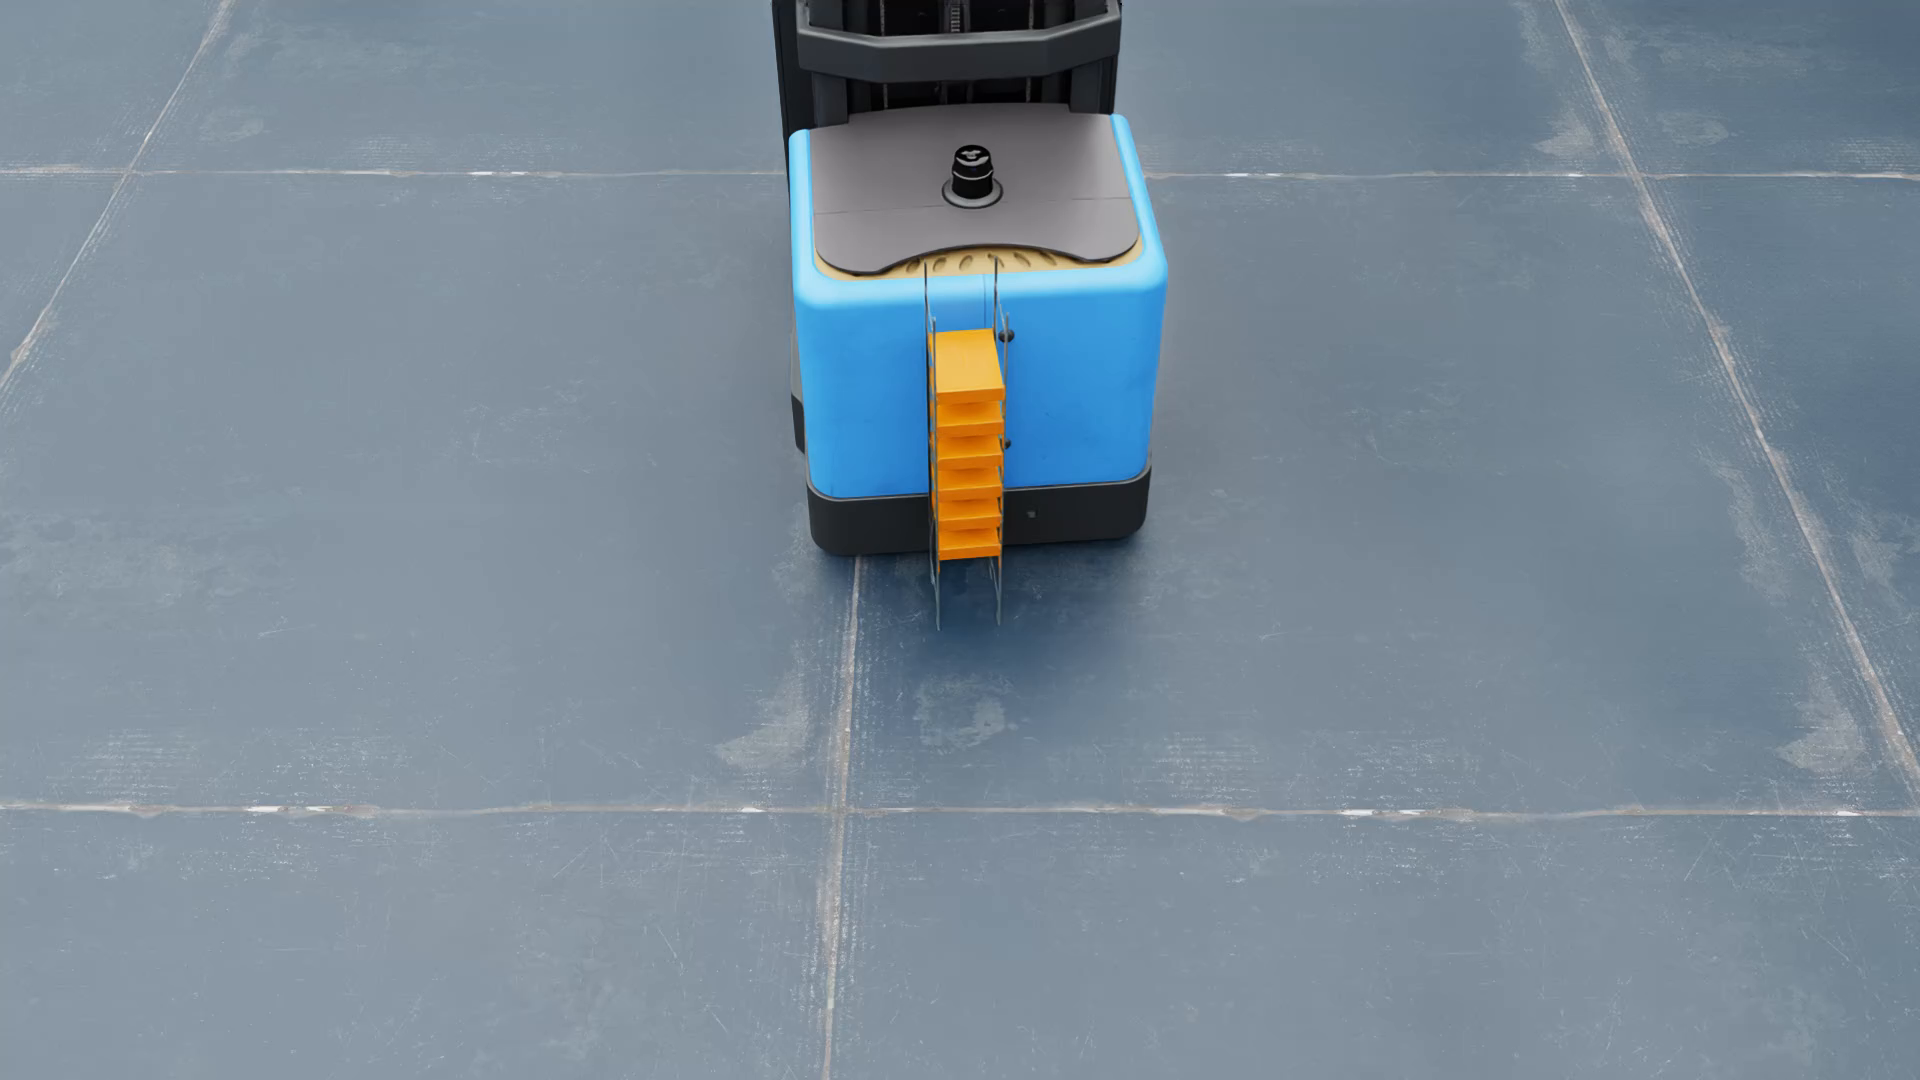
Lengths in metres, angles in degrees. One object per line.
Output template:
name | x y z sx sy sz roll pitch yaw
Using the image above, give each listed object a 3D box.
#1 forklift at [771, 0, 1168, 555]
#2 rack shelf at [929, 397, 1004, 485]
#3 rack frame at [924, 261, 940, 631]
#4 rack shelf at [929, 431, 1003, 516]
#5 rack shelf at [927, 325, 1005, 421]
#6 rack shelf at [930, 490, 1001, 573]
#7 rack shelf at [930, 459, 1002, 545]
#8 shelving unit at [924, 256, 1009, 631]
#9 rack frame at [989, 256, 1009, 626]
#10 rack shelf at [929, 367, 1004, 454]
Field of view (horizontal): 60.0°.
forklift | -0.062 -2.033 5.140 1.130 2.935 3.031 -4 47 -3
rack shelf | 0.014 -0.281 4.588 0.180 0.103 0.258 -5 47 -4
rack frame | -0.077 -0.222 4.637 0.006 1.200 0.240 -5 47 -4
rack shelf | 0.014 -0.199 4.676 0.180 0.103 0.258 -5 47 -4
rack shelf | 0.014 -0.444 4.413 0.180 0.103 0.258 -5 47 -4
rack shelf | 0.014 -0.035 4.852 0.180 0.103 0.258 -5 47 -4
rack shelf | 0.014 -0.117 4.764 0.180 0.103 0.258 -5 47 -4
shelving unit | 0.014 -0.229 4.644 0.189 1.200 0.258 -5 47 -4
rack frame | 0.105 -0.237 4.651 0.006 1.200 0.240 -5 47 -4
rack shelf | 0.014 -0.362 4.501 0.180 0.103 0.258 -5 47 -4
